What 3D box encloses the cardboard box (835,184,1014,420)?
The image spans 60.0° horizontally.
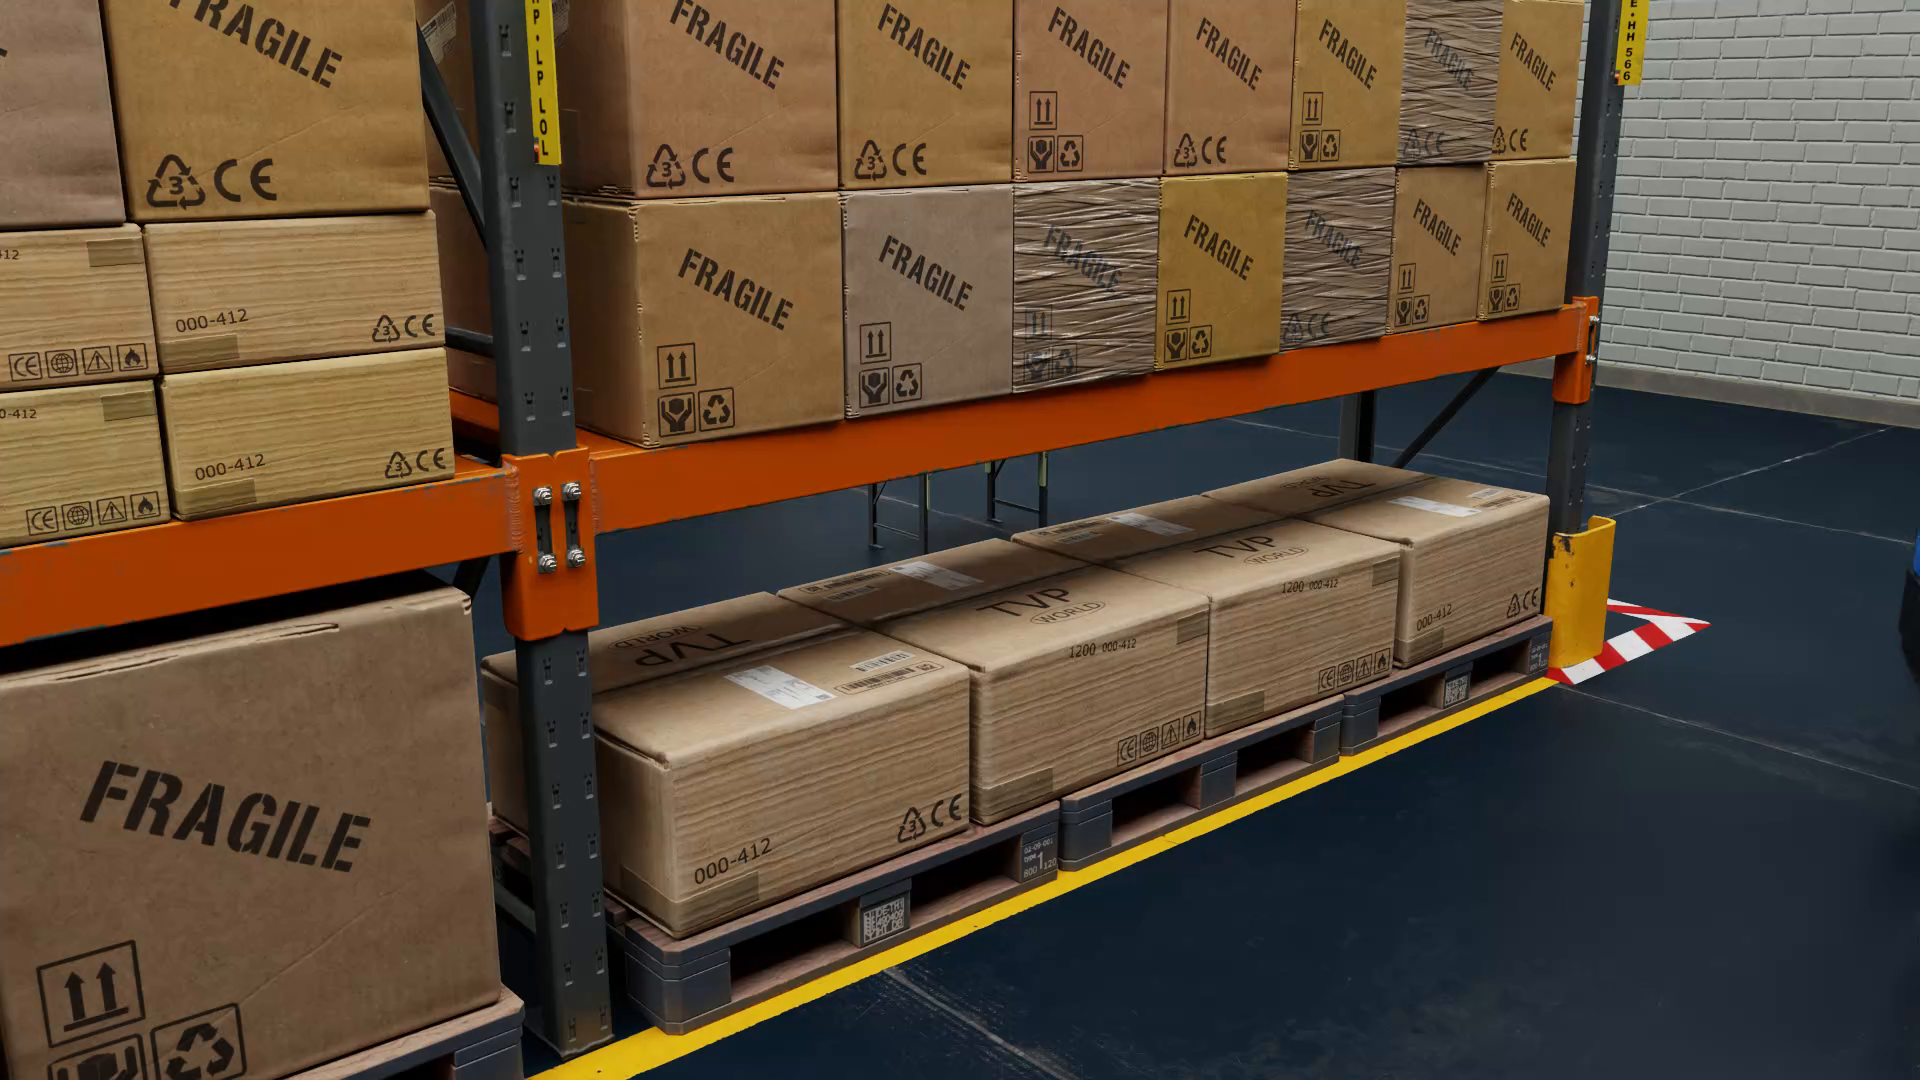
[{"bbox_3d":[-0.222,-0.599,3.987,0.500,0.500,0.500,-12,19,-39],"label":"cardboard box"}]

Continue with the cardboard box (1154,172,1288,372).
[{"bbox_3d":[0.546,-0.770,4.625,0.500,0.500,0.500,-12,19,-38],"label":"cardboard box"}]

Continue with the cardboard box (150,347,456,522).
[{"bbox_3d":[-1.303,-0.240,3.128,0.500,0.250,0.500,-13,20,-41],"label":"cardboard box"}]

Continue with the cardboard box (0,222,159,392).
[{"bbox_3d":[-1.676,-0.399,2.753,0.500,0.250,0.500,-12,19,-38],"label":"cardboard box"}]

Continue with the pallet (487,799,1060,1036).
[{"bbox_3d":[-0.505,0.796,4.362,1.213,0.211,1.003,-13,19,-39],"label":"pallet"}]

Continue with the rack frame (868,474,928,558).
[{"bbox_3d":[-0.281,-0.661,7.320,0.023,1.500,0.400,-13,19,-39],"label":"rack frame"}]

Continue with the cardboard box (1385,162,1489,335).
[{"bbox_3d":[1.309,-0.949,5.295,0.500,0.500,0.500,-13,20,-41],"label":"cardboard box"}]

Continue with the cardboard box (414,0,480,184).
[{"bbox_3d":[-0.956,-1.103,3.936,0.500,0.500,0.500,-13,20,-40],"label":"cardboard box"}]

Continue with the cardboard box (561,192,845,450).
[{"bbox_3d":[-0.604,-0.515,3.671,0.500,0.500,0.500,-12,19,-38],"label":"cardboard box"}]

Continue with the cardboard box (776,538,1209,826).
[{"bbox_3d":[0.089,0.360,4.742,0.875,0.438,0.875,-13,20,-41],"label":"cardboard box"}]

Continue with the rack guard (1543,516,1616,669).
[{"bbox_3d":[1.905,0.088,6.452,0.348,0.500,1.175,-13,19,-39],"label":"rack guard"}]

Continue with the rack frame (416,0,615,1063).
[{"bbox_3d":[-1.130,-0.438,3.577,0.127,3.000,1.000,-13,19,-39],"label":"rack frame"}]

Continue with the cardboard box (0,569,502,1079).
[{"bbox_3d":[-1.546,0.506,3.346,0.875,0.875,0.875,-12,19,-38],"label":"cardboard box"}]

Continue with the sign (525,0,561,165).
[{"bbox_3d":[-0.767,-0.855,3.049,0.005,0.325,0.100,-13,19,-39],"label":"sign"}]

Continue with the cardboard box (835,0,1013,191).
[{"bbox_3d":[-0.227,-1.087,3.876,0.500,0.500,0.500,-13,20,-40],"label":"cardboard box"}]

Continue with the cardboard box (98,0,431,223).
[{"bbox_3d":[-1.303,-0.845,2.969,0.500,0.500,0.500,-12,19,-38],"label":"cardboard box"}]

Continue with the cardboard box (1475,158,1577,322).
[{"bbox_3d":[1.697,-1.031,5.602,0.500,0.500,0.500,-13,19,-39],"label":"cardboard box"}]

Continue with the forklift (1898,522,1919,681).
[{"bbox_3d":[3.540,-0.622,4.399,1.130,2.935,3.031,5,16,18],"label":"forklift"}]

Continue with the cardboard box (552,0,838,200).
[{"bbox_3d":[-0.612,-1.003,3.561,0.500,0.500,0.500,-12,19,-39],"label":"cardboard box"}]

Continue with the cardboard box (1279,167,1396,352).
[{"bbox_3d":[0.927,-0.860,4.962,0.500,0.500,0.500,-12,19,-38],"label":"cardboard box"}]

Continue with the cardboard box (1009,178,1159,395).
[{"bbox_3d":[0.157,-0.682,4.298,0.500,0.500,0.500,-12,19,-39],"label":"cardboard box"}]

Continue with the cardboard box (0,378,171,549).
[{"bbox_3d":[-1.688,-0.154,2.806,0.500,0.250,0.500,-13,20,-40],"label":"cardboard box"}]

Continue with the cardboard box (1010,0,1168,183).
[{"bbox_3d":[0.167,-1.172,4.193,0.500,0.500,0.500,-12,19,-38],"label":"cardboard box"}]

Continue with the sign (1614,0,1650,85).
[{"bbox_3d":[2.233,-1.681,5.530,0.005,0.325,0.100,-13,19,-39],"label":"sign"}]

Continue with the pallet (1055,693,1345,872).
[{"bbox_3d":[0.415,0.588,5.140,1.213,0.211,1.003,-13,19,-39],"label":"pallet"}]

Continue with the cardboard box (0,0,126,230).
[{"bbox_3d":[-1.688,-0.756,2.635,0.500,0.500,0.500,-12,19,-38],"label":"cardboard box"}]

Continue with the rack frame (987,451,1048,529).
[{"bbox_3d":[0.271,-0.785,7.784,0.023,1.500,0.400,-13,19,-39],"label":"rack frame"}]

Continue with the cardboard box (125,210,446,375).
[{"bbox_3d":[-1.303,-0.485,3.075,0.500,0.250,0.500,-13,20,-39],"label":"cardboard box"}]

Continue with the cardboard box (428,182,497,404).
[{"bbox_3d":[-0.948,-0.615,4.045,0.500,0.500,0.500,-12,19,-39],"label":"cardboard box"}]

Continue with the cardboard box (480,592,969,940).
[{"bbox_3d":[-0.586,0.512,4.174,0.875,0.438,0.875,-13,20,-40],"label":"cardboard box"}]

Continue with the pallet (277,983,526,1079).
[{"bbox_3d":[-1.663,1.055,3.393,1.213,0.211,1.003,-13,19,-39],"label":"pallet"}]

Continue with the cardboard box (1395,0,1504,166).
[{"bbox_3d":[1.305,-1.425,5.140,0.500,0.500,0.500,-13,19,-39],"label":"cardboard box"}]

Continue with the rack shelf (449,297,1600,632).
[{"bbox_3d":[0.378,-0.429,4.938,4.000,0.370,1.077,-13,19,-39],"label":"rack shelf"}]

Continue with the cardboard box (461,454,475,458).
[{"bbox_3d":[-2.630,-0.524,8.612,0.250,0.149,0.380,-12,19,-38],"label":"cardboard box"}]

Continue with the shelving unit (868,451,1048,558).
[{"bbox_3d":[-0.005,-0.723,7.552,0.755,1.500,0.431,-13,19,-39],"label":"shelving unit"}]

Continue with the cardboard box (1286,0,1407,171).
[{"bbox_3d":[0.930,-1.342,4.829,0.500,0.500,0.500,-13,20,-40],"label":"cardboard box"}]

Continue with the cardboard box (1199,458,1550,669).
[{"bbox_3d":[1.455,0.051,5.899,0.875,0.438,0.875,-14,20,-41],"label":"cardboard box"}]

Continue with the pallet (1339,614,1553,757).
[{"bbox_3d":[1.335,0.382,5.910,1.213,0.211,1.003,-13,19,-39],"label":"pallet"}]

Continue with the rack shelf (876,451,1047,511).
[{"bbox_3d":[-0.005,-0.408,7.636,0.720,0.370,0.431,-13,19,-39],"label":"rack shelf"}]

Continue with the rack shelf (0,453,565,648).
[{"bbox_3d":[-2.639,0.248,2.402,4.000,0.370,1.077,-13,19,-39],"label":"rack shelf"}]

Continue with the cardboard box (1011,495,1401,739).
[{"bbox_3d":[0.770,0.207,5.312,0.875,0.438,0.875,-12,19,-38],"label":"cardboard box"}]

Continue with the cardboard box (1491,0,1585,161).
[{"bbox_3d":[1.680,-1.519,5.493,0.500,0.500,0.500,-12,19,-38],"label":"cardboard box"}]

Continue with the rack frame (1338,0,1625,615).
[{"bbox_3d":[1.887,-1.116,6.114,0.127,3.000,1.000,-13,19,-39],"label":"rack frame"}]

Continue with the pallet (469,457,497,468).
[{"bbox_3d":[-3.052,-0.366,8.710,1.213,0.211,1.003,-13,19,-39],"label":"pallet"}]

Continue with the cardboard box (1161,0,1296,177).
[{"bbox_3d":[0.549,-1.257,4.511,0.500,0.500,0.500,-13,20,-40],"label":"cardboard box"}]
